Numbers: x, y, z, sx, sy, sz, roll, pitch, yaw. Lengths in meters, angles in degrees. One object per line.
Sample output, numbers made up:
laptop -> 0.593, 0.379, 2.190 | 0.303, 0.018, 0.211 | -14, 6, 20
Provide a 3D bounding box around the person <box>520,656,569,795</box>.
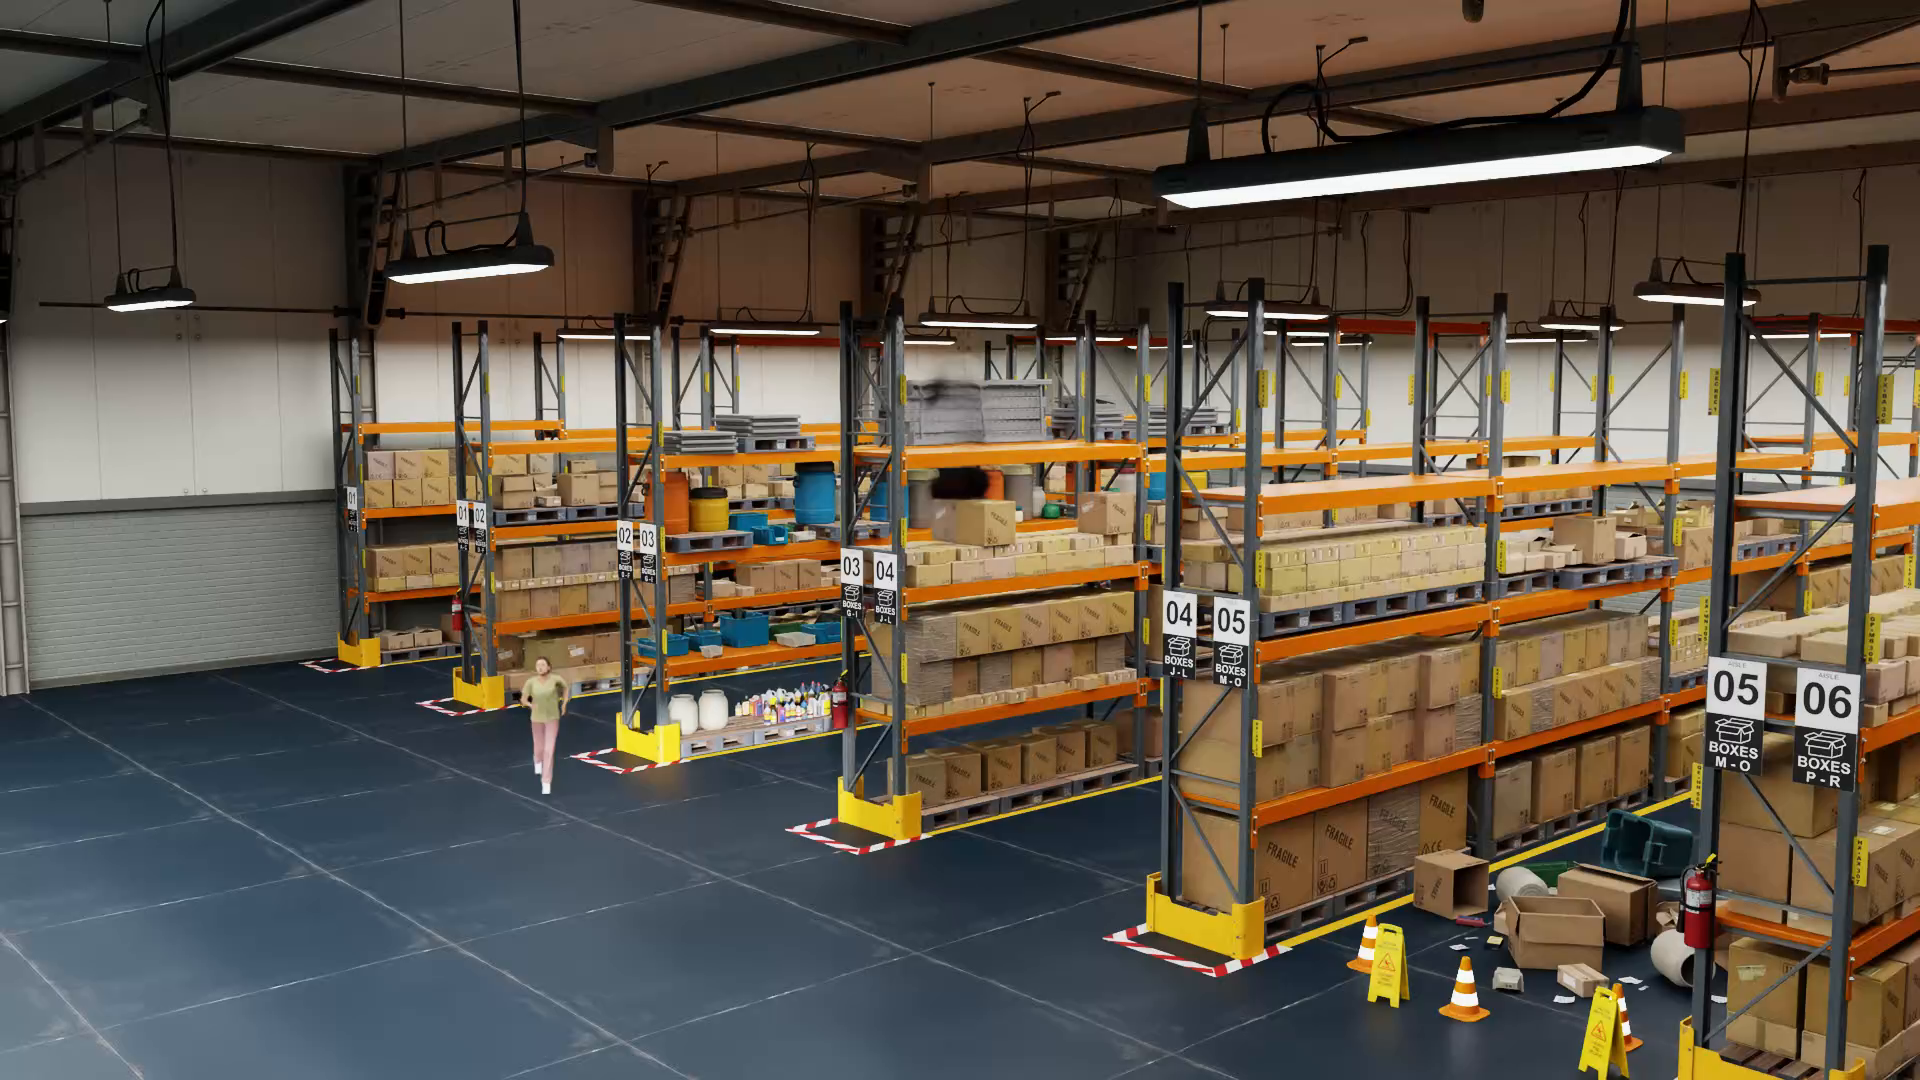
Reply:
person -> -5.215, 2.274, 20.913 | 0.586, 1.675, 0.953 | -1, 6, -9
